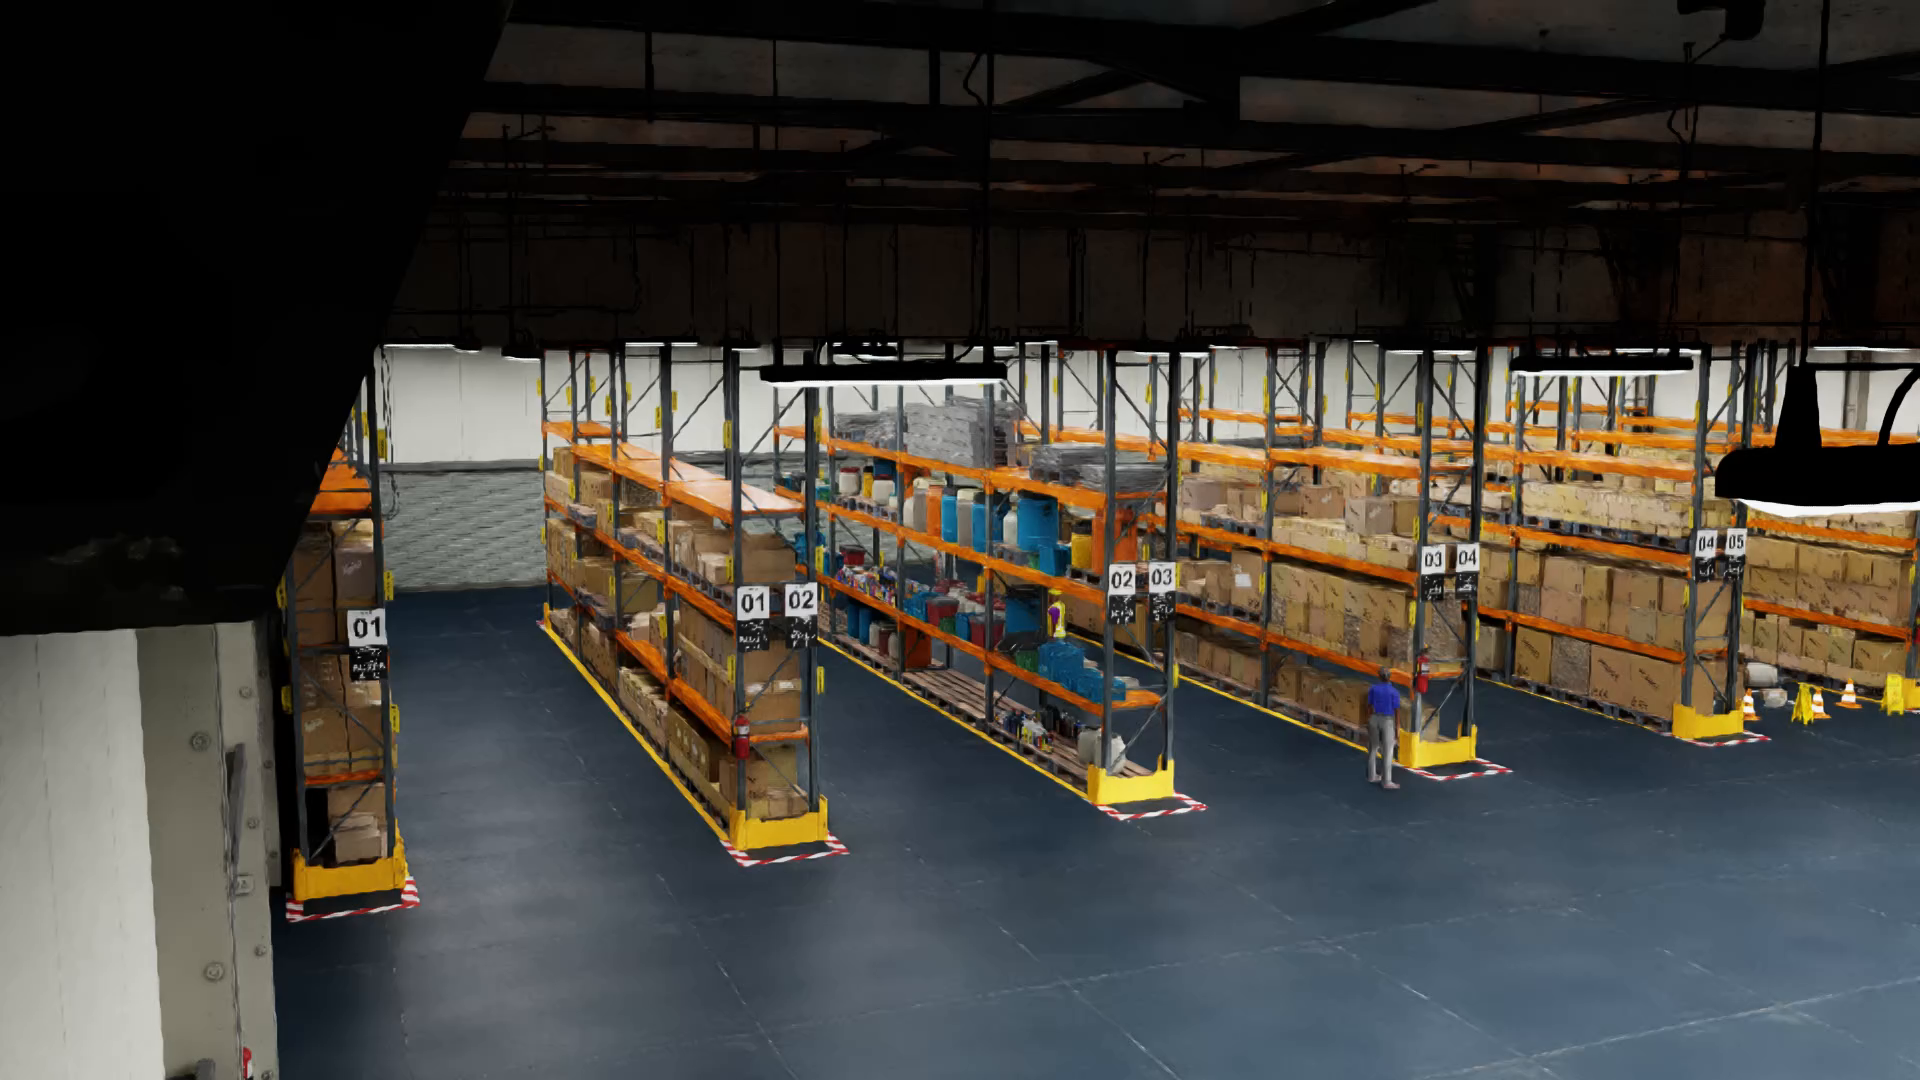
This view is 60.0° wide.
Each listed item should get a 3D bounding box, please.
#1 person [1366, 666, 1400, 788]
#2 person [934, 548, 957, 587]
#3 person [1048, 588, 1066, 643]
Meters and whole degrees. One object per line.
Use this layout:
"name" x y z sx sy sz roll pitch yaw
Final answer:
"person" 5.803 2.543 22.789 0.506 1.666 0.414 6 9 38
"person" -0.323 0.550 37.962 0.542 1.675 1.126 -3 8 -19
"person" 1.619 1.675 29.005 0.580 1.763 0.673 1 8 9
